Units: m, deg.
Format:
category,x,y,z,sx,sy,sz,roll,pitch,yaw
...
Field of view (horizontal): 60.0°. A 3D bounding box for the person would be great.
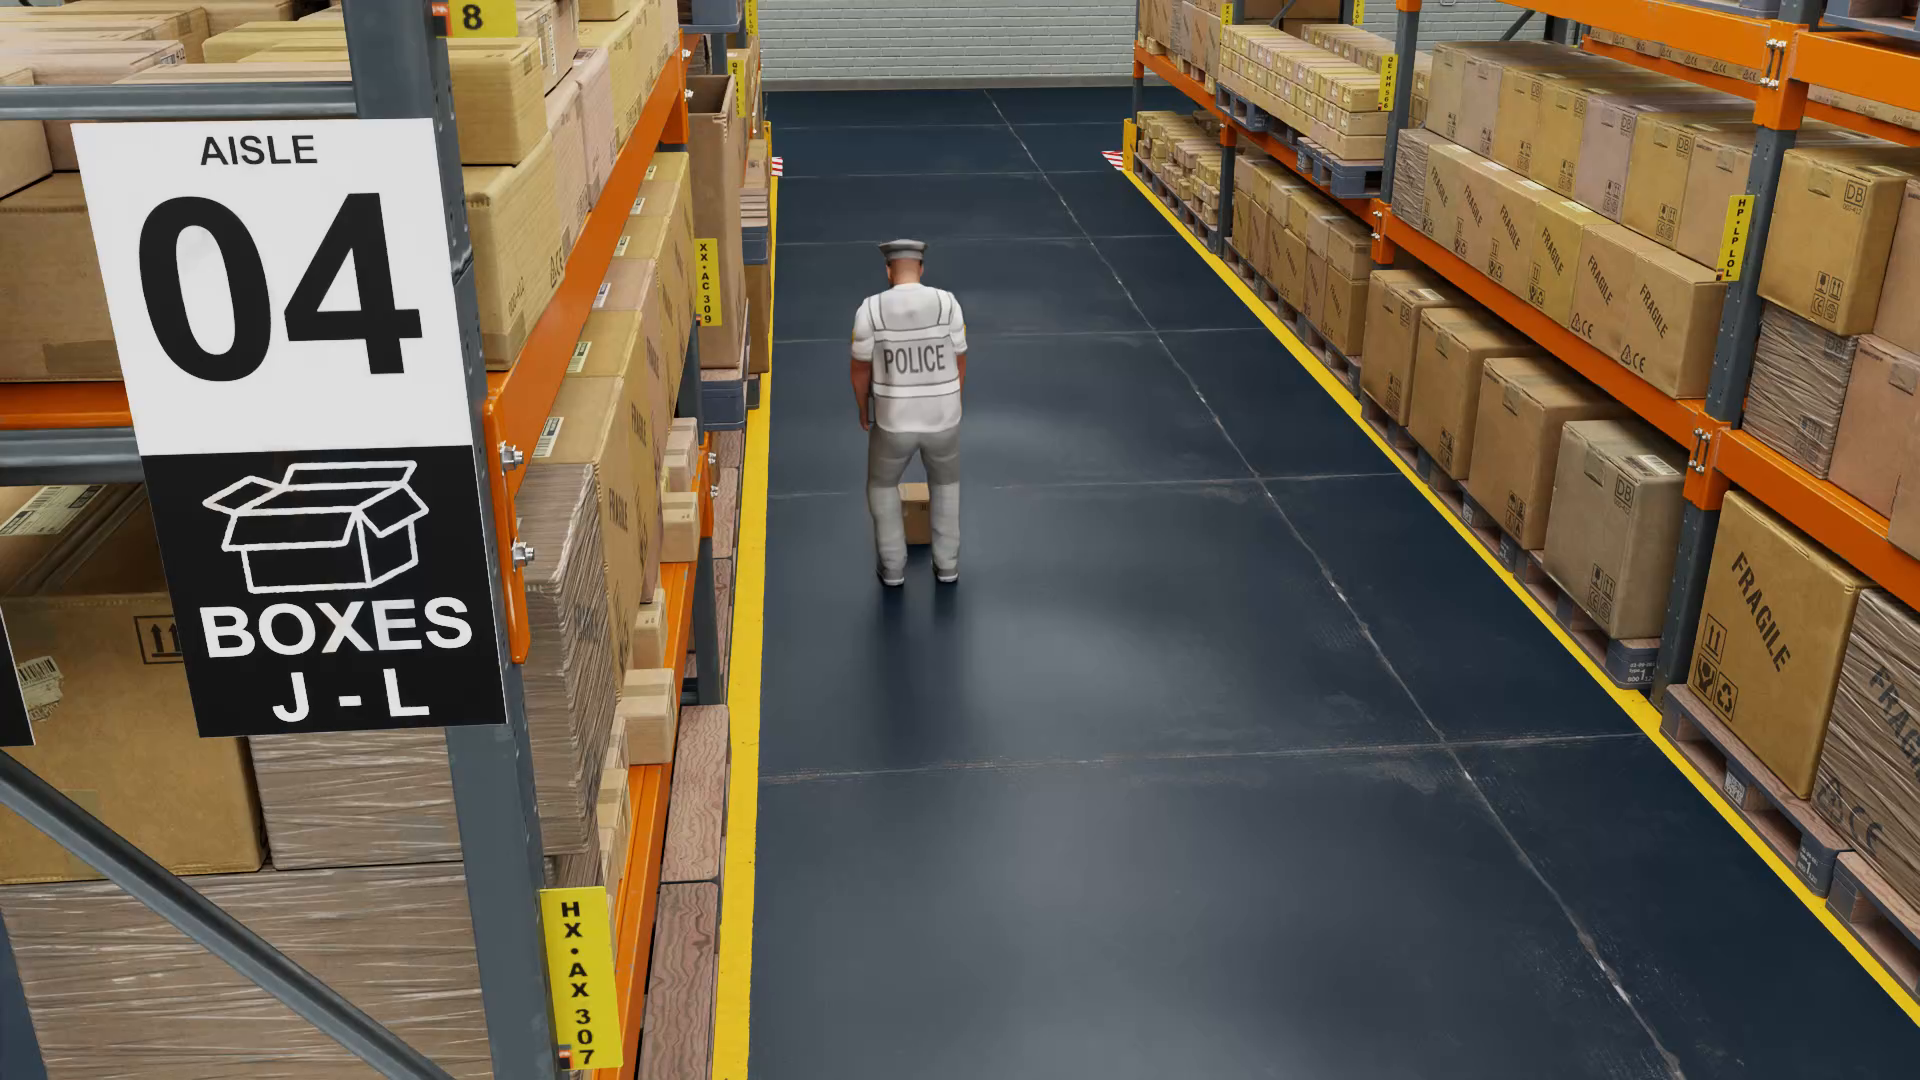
category,x,y,z,sx,sy,sz,roll,pitch,yaw
person,-0.246,-0.597,8.054,0.561,1.690,0.517,-3,24,-6
